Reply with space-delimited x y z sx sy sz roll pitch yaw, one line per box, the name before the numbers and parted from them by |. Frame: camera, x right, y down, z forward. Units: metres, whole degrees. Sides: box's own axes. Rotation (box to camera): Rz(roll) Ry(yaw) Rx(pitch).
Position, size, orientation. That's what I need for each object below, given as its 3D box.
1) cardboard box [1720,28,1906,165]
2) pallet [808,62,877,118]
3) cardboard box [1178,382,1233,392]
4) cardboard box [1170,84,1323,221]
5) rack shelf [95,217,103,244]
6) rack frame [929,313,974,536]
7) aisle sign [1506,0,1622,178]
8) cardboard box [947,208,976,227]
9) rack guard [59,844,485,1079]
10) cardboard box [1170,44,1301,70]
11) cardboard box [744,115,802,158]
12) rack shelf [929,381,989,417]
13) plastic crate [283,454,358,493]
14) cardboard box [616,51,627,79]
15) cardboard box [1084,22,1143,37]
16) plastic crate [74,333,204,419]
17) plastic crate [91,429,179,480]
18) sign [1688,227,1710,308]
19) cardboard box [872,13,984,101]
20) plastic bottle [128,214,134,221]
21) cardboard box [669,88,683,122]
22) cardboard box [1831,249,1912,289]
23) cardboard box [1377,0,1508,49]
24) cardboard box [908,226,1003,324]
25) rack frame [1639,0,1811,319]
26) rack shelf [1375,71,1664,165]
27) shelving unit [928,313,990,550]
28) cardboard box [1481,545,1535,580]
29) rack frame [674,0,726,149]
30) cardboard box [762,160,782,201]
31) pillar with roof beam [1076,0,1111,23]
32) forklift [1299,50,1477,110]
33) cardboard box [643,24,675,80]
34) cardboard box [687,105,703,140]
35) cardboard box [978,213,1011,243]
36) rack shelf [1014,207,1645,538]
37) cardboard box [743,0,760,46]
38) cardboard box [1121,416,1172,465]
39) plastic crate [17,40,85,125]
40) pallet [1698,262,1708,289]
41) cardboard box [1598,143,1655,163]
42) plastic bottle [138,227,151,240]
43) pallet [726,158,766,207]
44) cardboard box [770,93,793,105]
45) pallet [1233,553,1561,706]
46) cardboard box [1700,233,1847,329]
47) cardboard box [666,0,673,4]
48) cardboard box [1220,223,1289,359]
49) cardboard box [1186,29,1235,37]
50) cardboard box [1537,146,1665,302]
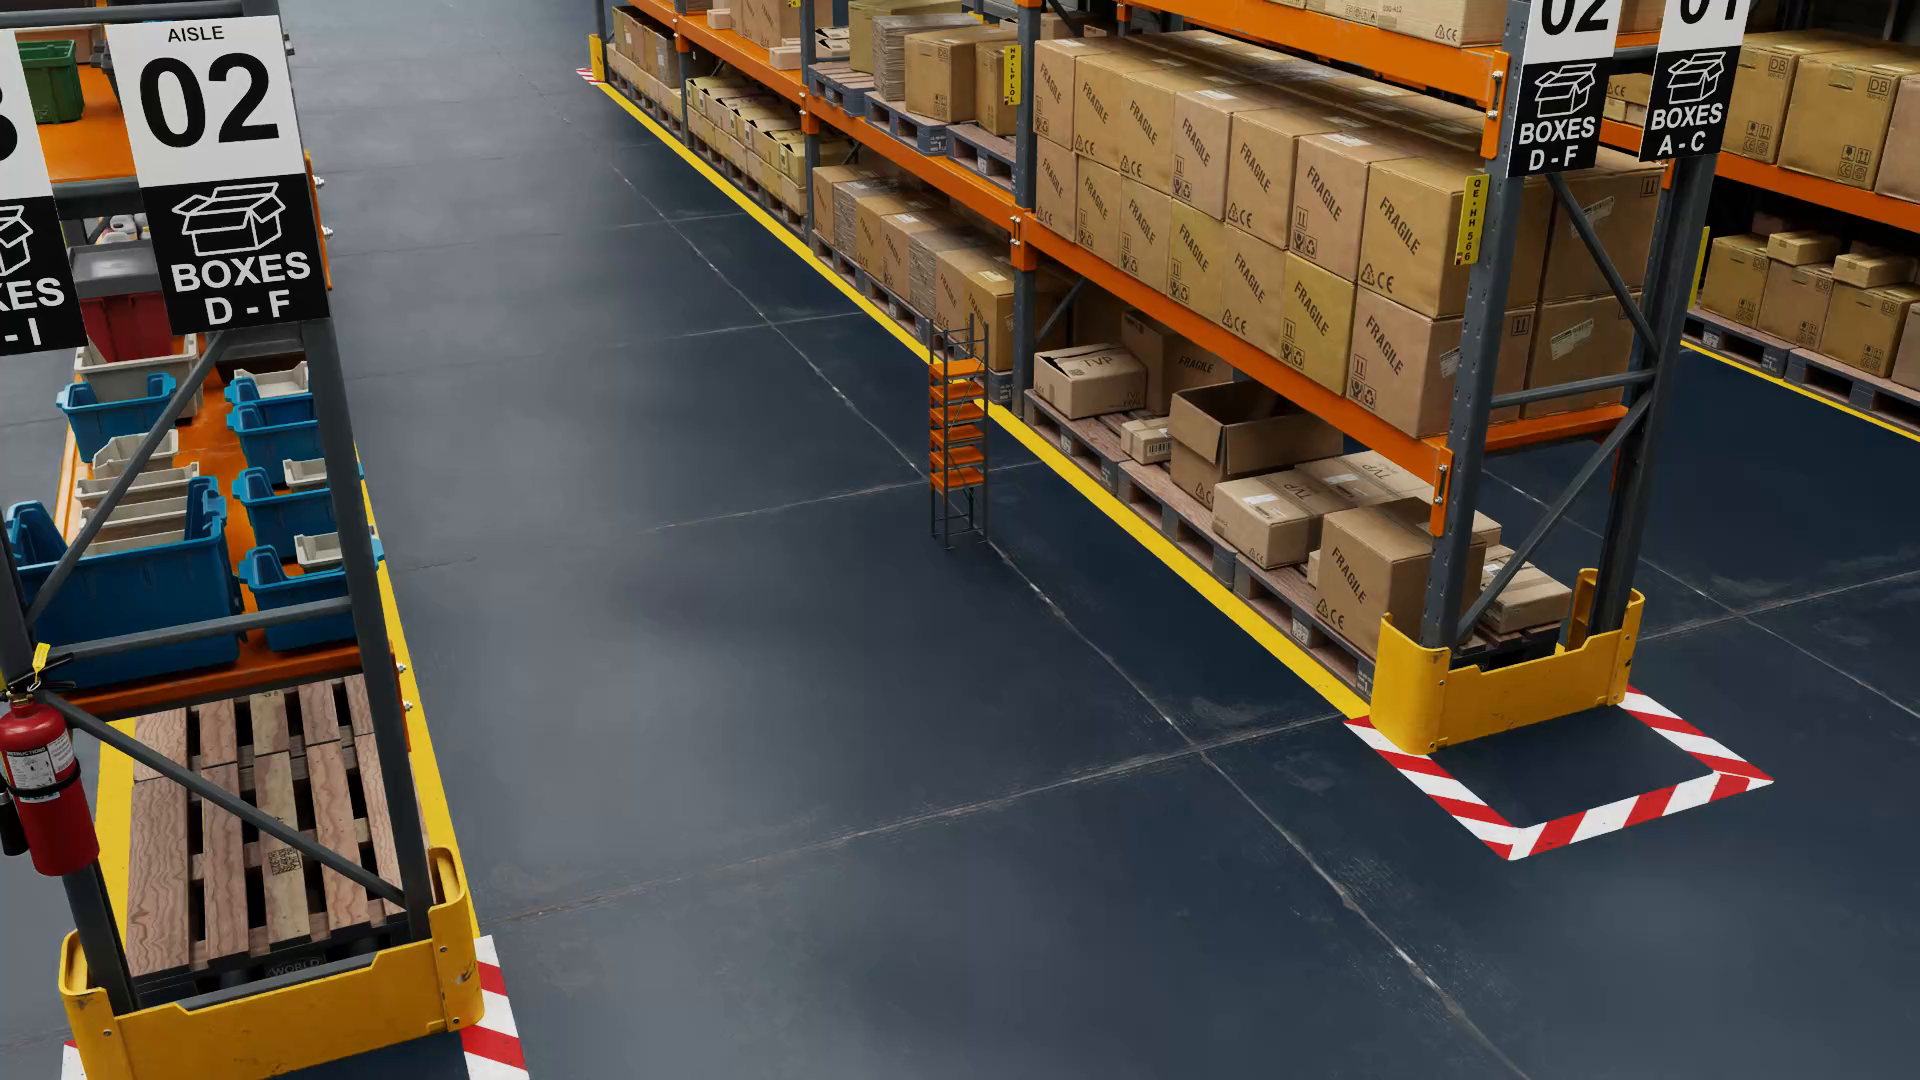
cardboard box | 5.560 -2.963 11.057 0.980 0.700 0.700 -10 28 -20
pallet | -0.430 -3.464 12.644 1.213 0.211 1.003 -11 28 -21
cardboard box | 1.492 -0.791 9.699 0.380 0.149 0.250 -11 28 -21
cardboard box | 1.338 -1.828 7.822 0.500 0.500 0.500 -10 28 -19
rack shelf | -4.536 -1.831 9.902 1.077 0.370 4.000 -11 28 -21
rack frame | -0.042 -0.582 8.574 0.240 1.200 0.006 -11 28 -21
aisle sign | 2.117 -1.670 5.789 0.394 0.787 0.004 -11 28 -21
cardboard box | 0.236 -2.129 12.039 0.500 0.500 0.500 -12 28 -23
rack guard | -2.165 1.398 5.316 1.175 0.500 0.348 -11 28 -21
cardboard box | 1.446 -2.325 8.840 0.500 0.500 0.500 -11 28 -22
cardboard box | -1.597 -3.599 14.718 0.500 0.311 0.500 -11 28 -21
rack shelf | -0.006 -0.721 8.413 0.258 0.103 0.180 -11 28 -21
plastic crate | -2.295 -0.215 6.003 0.250 0.136 0.298 -11 28 -21
cardboard box | -3.689 -5.538 19.330 0.500 0.250 0.500 -11 28 -21
cardboard box | 1.787 -5.766 19.488 0.500 0.500 0.500 -13 29 -24
plastic crate | -3.325 -0.673 6.776 0.437 0.282 0.530 -11 28 -21
plastic crate | -3.037 -0.283 6.143 0.298 0.136 0.250 -11 28 -21
sign | 2.872 -1.064 6.524 0.100 0.325 0.005 -11 28 -21
cardboard box | -0.228 -3.408 11.719 0.700 0.500 0.500 -5 27 -11
plastic bottle | -4.414 -1.640 8.746 0.144 0.351 0.185 -11 28 -21
cardboard box | -2.709 -4.529 17.263 0.500 0.250 0.500 -11 28 -21
cardboard box | 5.732 -1.707 10.458 0.380 0.149 0.250 -11 28 -22
cardboard box | 1.929 -2.025 6.230 0.500 0.250 0.500 -11 28 -21
cardboard box | -0.033 -1.825 11.416 0.500 0.500 0.500 -10 28 -20
rack frame | 5.363 -3.050 11.577 1.000 3.000 0.127 -11 28 -21
rack shelf | 4.579 -3.534 13.389 1.077 0.370 4.000 -11 28 -21
shelving unit | -0.006 -0.545 8.499 0.258 1.200 0.189 -11 28 -21
cardboard box | 2.427 0.164 7.722 0.380 0.166 0.250 -11 28 -21
rack frame | -2.327 -5.426 16.445 1.000 3.000 0.127 -11 28 -21
cardboard box | -1.396 -3.143 14.423 0.500 0.250 0.500 -11 28 -21
pillar with roof beam | -2.228 -9.716 18.393 9.100 9.000 0.400 -11 28 -21
forklift | 2.484 -2.540 10.611 1.130 2.935 3.031 -9 27 -17
cardboard box | -3.094 -5.271 17.928 0.500 0.500 0.500 -11 28 -21
cardboard box | -2.397 -4.174 16.536 0.500 0.250 0.500 -11 28 -22
cardboard box | 0.449 -2.249 11.431 0.500 0.250 0.500 -11 28 -20
rack shelf | 1.589 -1.066 8.335 1.077 0.370 4.000 -11 28 -21
cardboard box | -1.639 -4.744 14.933 0.500 0.500 0.500 -11 28 -21
cardboard box | 1.119 -0.567 9.221 0.380 0.166 0.250 -11 28 -21
plastic crate | -2.836 -1.334 4.887 0.450 0.188 0.336 -11 28 -21
pallet | 4.991 -2.095 12.800 1.003 0.211 1.213 -11 28 -21
cardboard box | 4.989 -2.512 12.448 0.750 0.750 0.750 -10 28 -20
plastic bottle | -4.240 -1.538 8.708 0.097 0.201 0.097 0 26 0
pallet | -1.521 -3.389 15.451 1.003 0.211 1.213 -11 28 -21
cardboard box | -1.502 -4.107 15.758 0.500 0.311 0.500 -11 28 -21
pallet | 2.030 0.319 7.857 1.003 0.211 1.213 -11 28 -21
cardboard box | 5.561 -1.795 11.379 0.700 0.500 0.500 -10 28 -20
cardboard box | -2.719 -5.861 17.222 0.700 0.500 0.500 -11 28 -21
cardboard box | 1.550 -1.172 7.618 0.500 0.500 0.500 -10 28 -20
cardboard box | 2.709 -5.219 17.513 0.500 0.250 0.500 -11 28 -22
cardboard box | 2.441 -1.301 6.742 0.500 0.500 0.500 -10 28 -19
